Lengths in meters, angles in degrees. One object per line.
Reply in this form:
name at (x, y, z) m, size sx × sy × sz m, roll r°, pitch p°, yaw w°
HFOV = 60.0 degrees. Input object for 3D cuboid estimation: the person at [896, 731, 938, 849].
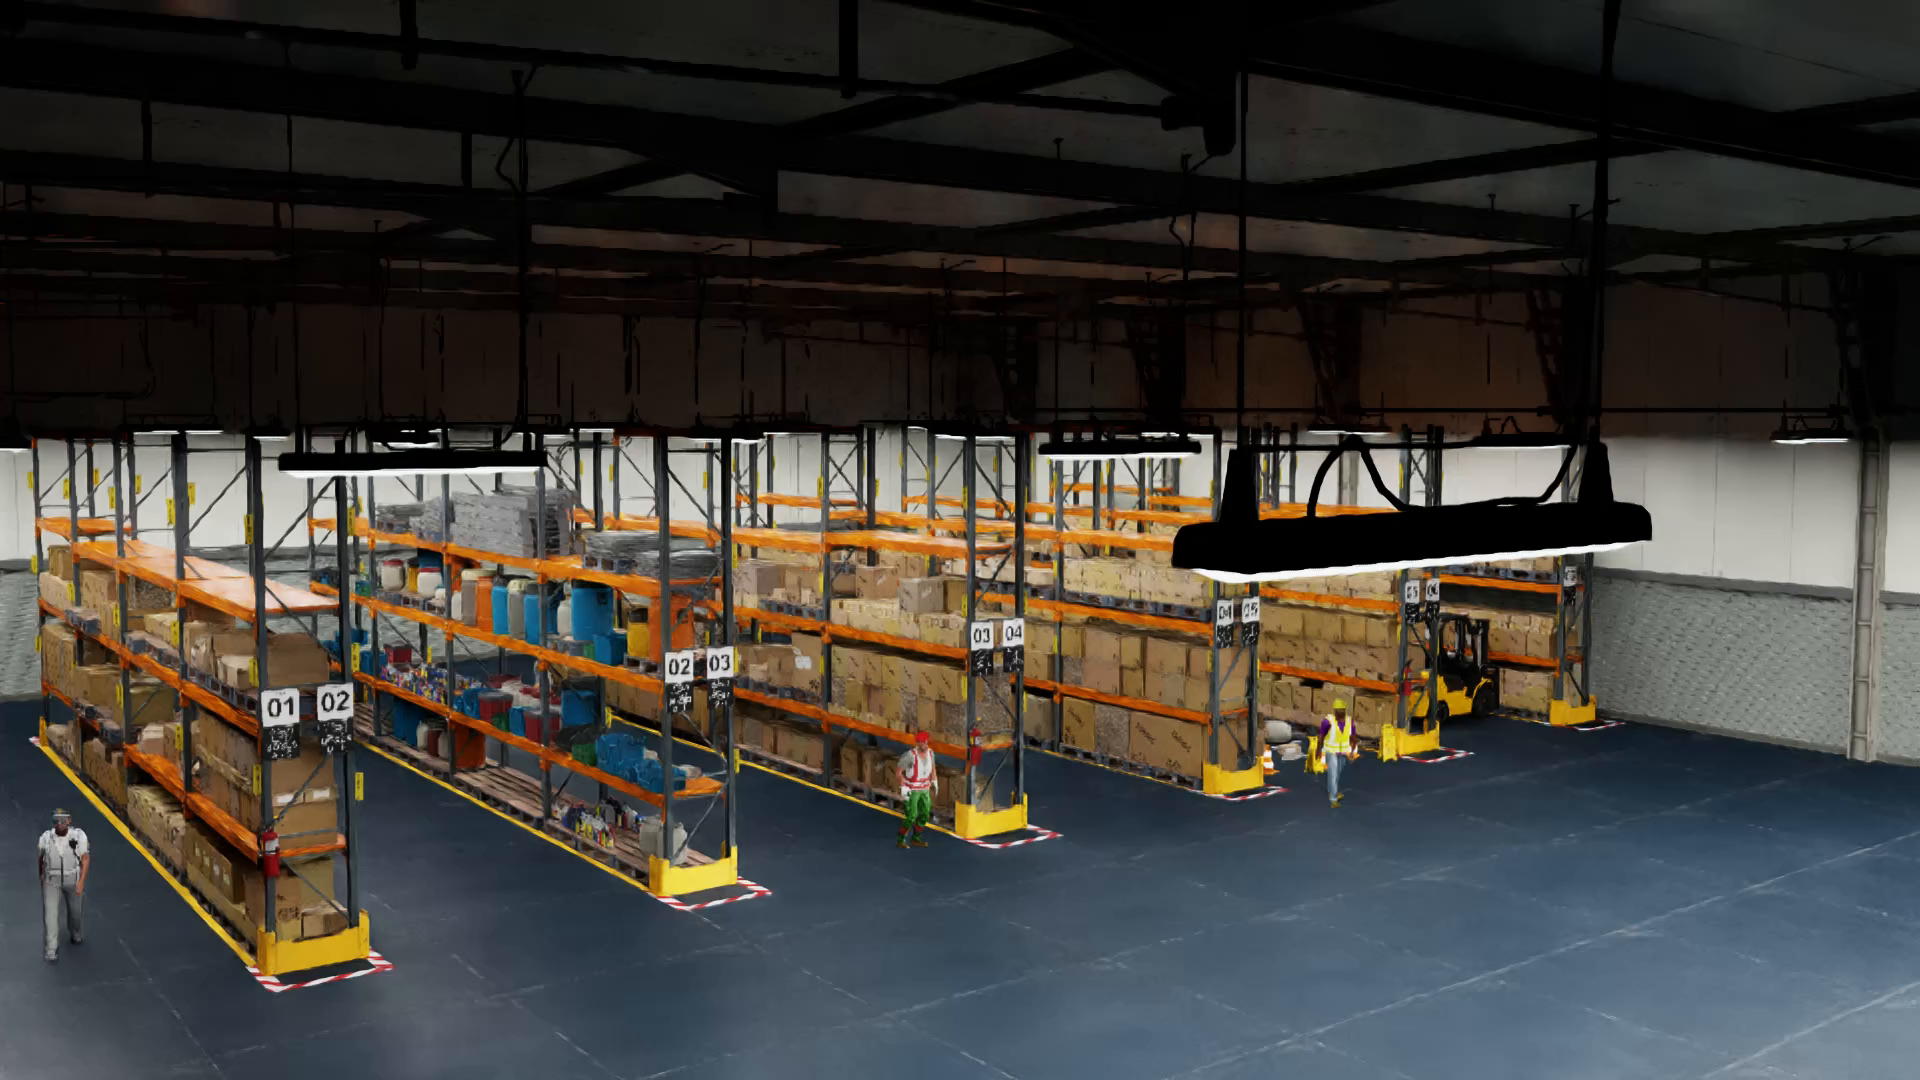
person at (-0.611, 3.590, 23.945) m, size 0.678 × 1.740 × 0.546 m, roll -3°, pitch 6°, yaw -37°

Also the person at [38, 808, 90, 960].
person at (-10.426, 3.945, 19.362) m, size 0.532 × 1.696 × 1.032 m, roll -2°, pitch 5°, yaw -28°

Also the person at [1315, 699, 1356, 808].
person at (6.047, 3.387, 26.639) m, size 0.620 × 1.723 × 0.959 m, roll -1°, pitch 5°, yaw -13°

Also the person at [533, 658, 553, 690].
person at (-8.261, 2.855, 32.757) m, size 0.594 × 1.782 × 0.678 m, roll -1°, pitch 5°, yaw -14°
